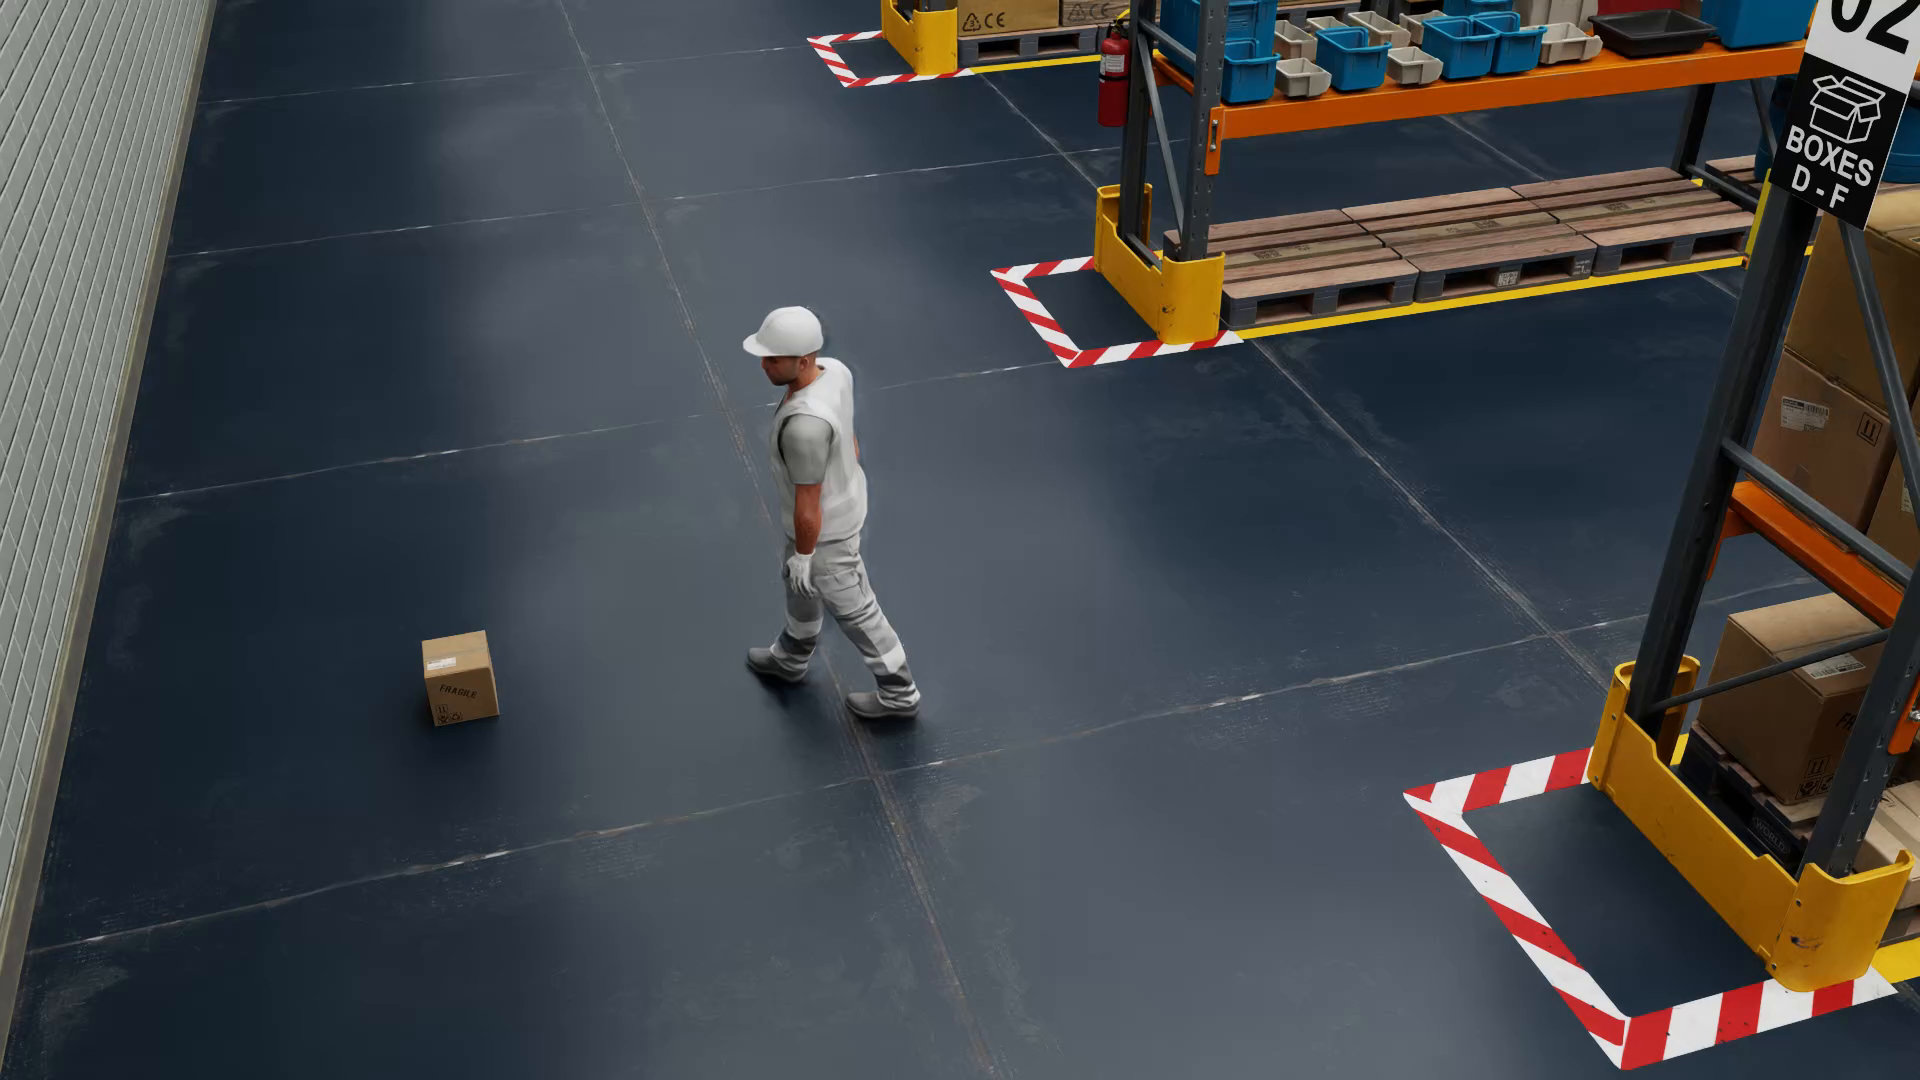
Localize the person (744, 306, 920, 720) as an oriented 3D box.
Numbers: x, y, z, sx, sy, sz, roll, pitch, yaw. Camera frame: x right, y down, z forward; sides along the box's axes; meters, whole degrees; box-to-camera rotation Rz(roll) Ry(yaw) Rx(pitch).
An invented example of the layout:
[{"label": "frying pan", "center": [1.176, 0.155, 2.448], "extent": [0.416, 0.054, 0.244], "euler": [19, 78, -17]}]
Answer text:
[{"label": "person", "center": [-0.534, -0.070, 6.225], "extent": [0.764, 1.773, 0.621], "euler": [3, 34, 4]}]
